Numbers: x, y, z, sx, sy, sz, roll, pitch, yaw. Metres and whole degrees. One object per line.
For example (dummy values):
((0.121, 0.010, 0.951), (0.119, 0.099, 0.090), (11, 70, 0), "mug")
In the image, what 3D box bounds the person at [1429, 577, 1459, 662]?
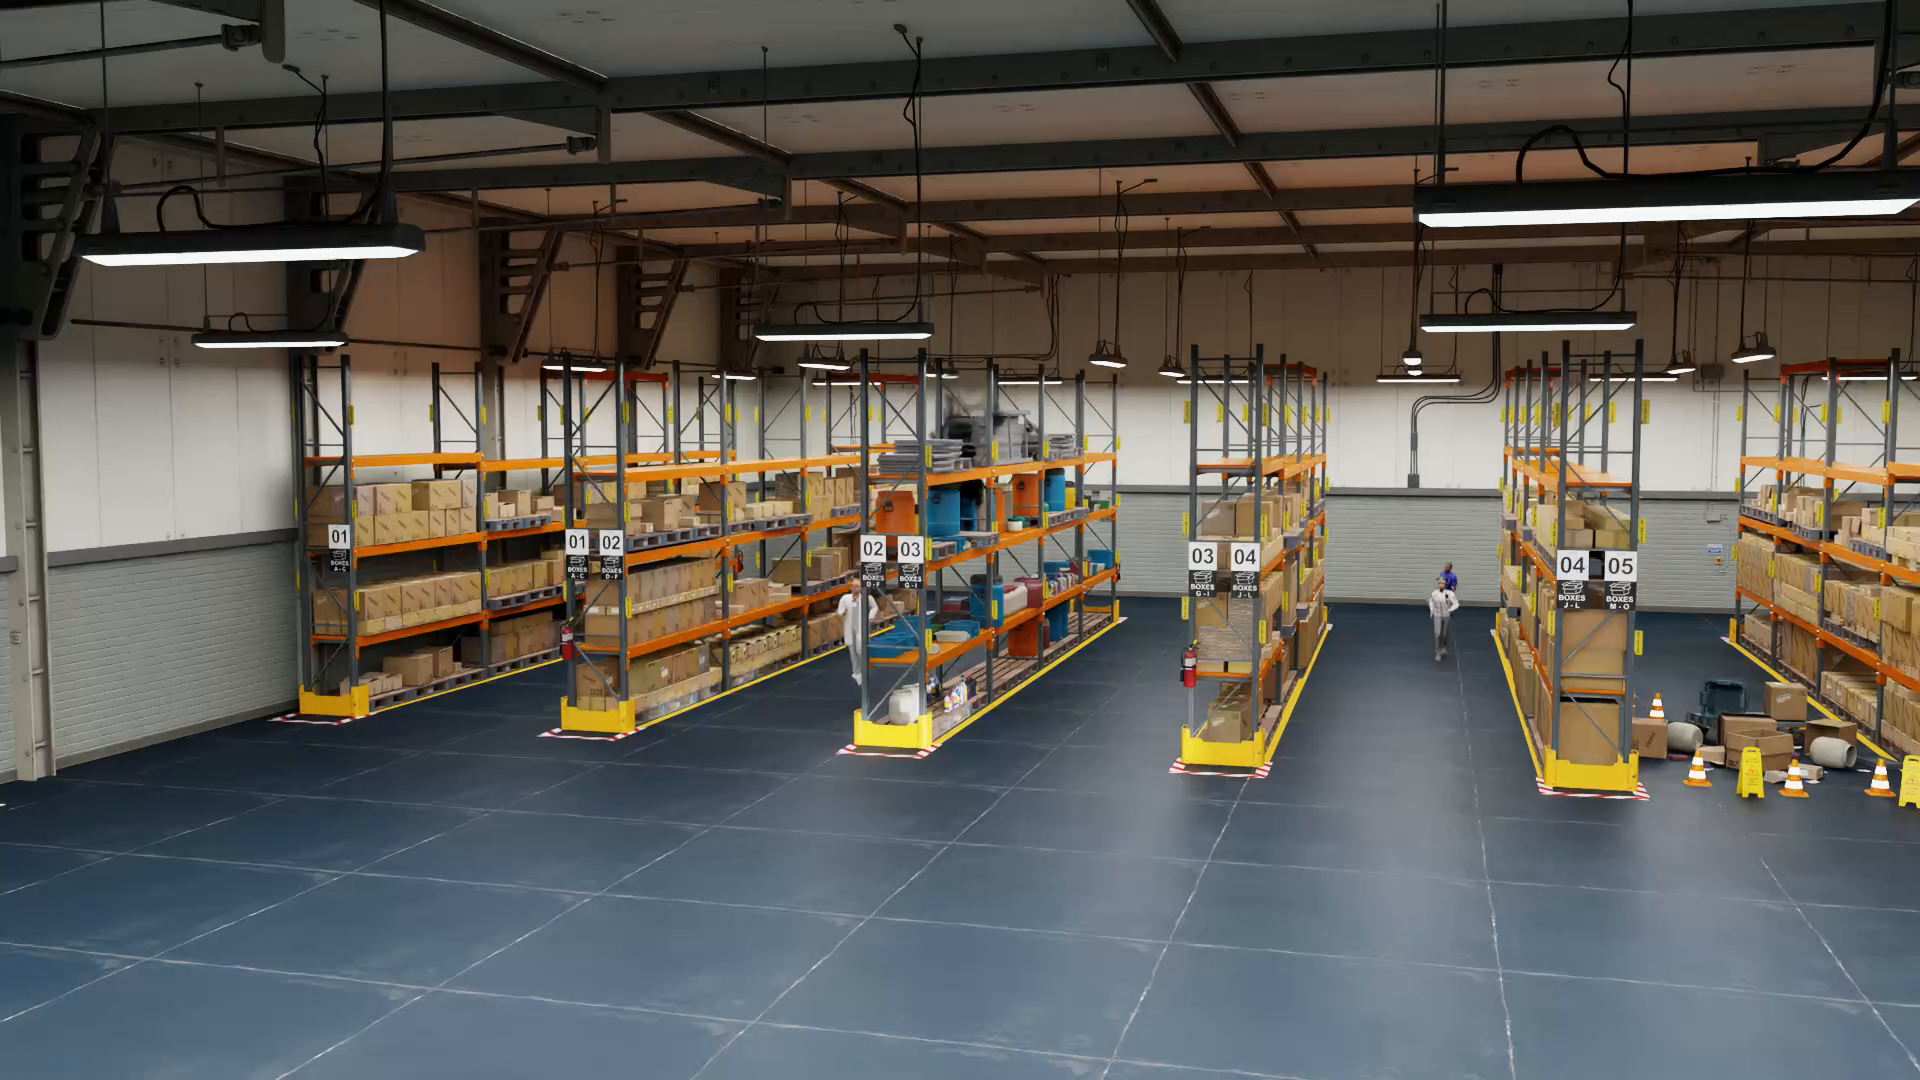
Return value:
((9.905, 1.604, 34.073), (0.610, 1.733, 0.779), (2, 5, 22), "person")

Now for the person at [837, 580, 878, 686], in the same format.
((-1.842, 1.646, 29.463), (0.688, 1.872, 0.743), (1, 4, 9), "person")

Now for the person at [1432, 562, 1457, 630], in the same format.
((11.248, 1.310, 38.625), (0.599, 1.615, 0.654), (-4, 6, -43), "person")
